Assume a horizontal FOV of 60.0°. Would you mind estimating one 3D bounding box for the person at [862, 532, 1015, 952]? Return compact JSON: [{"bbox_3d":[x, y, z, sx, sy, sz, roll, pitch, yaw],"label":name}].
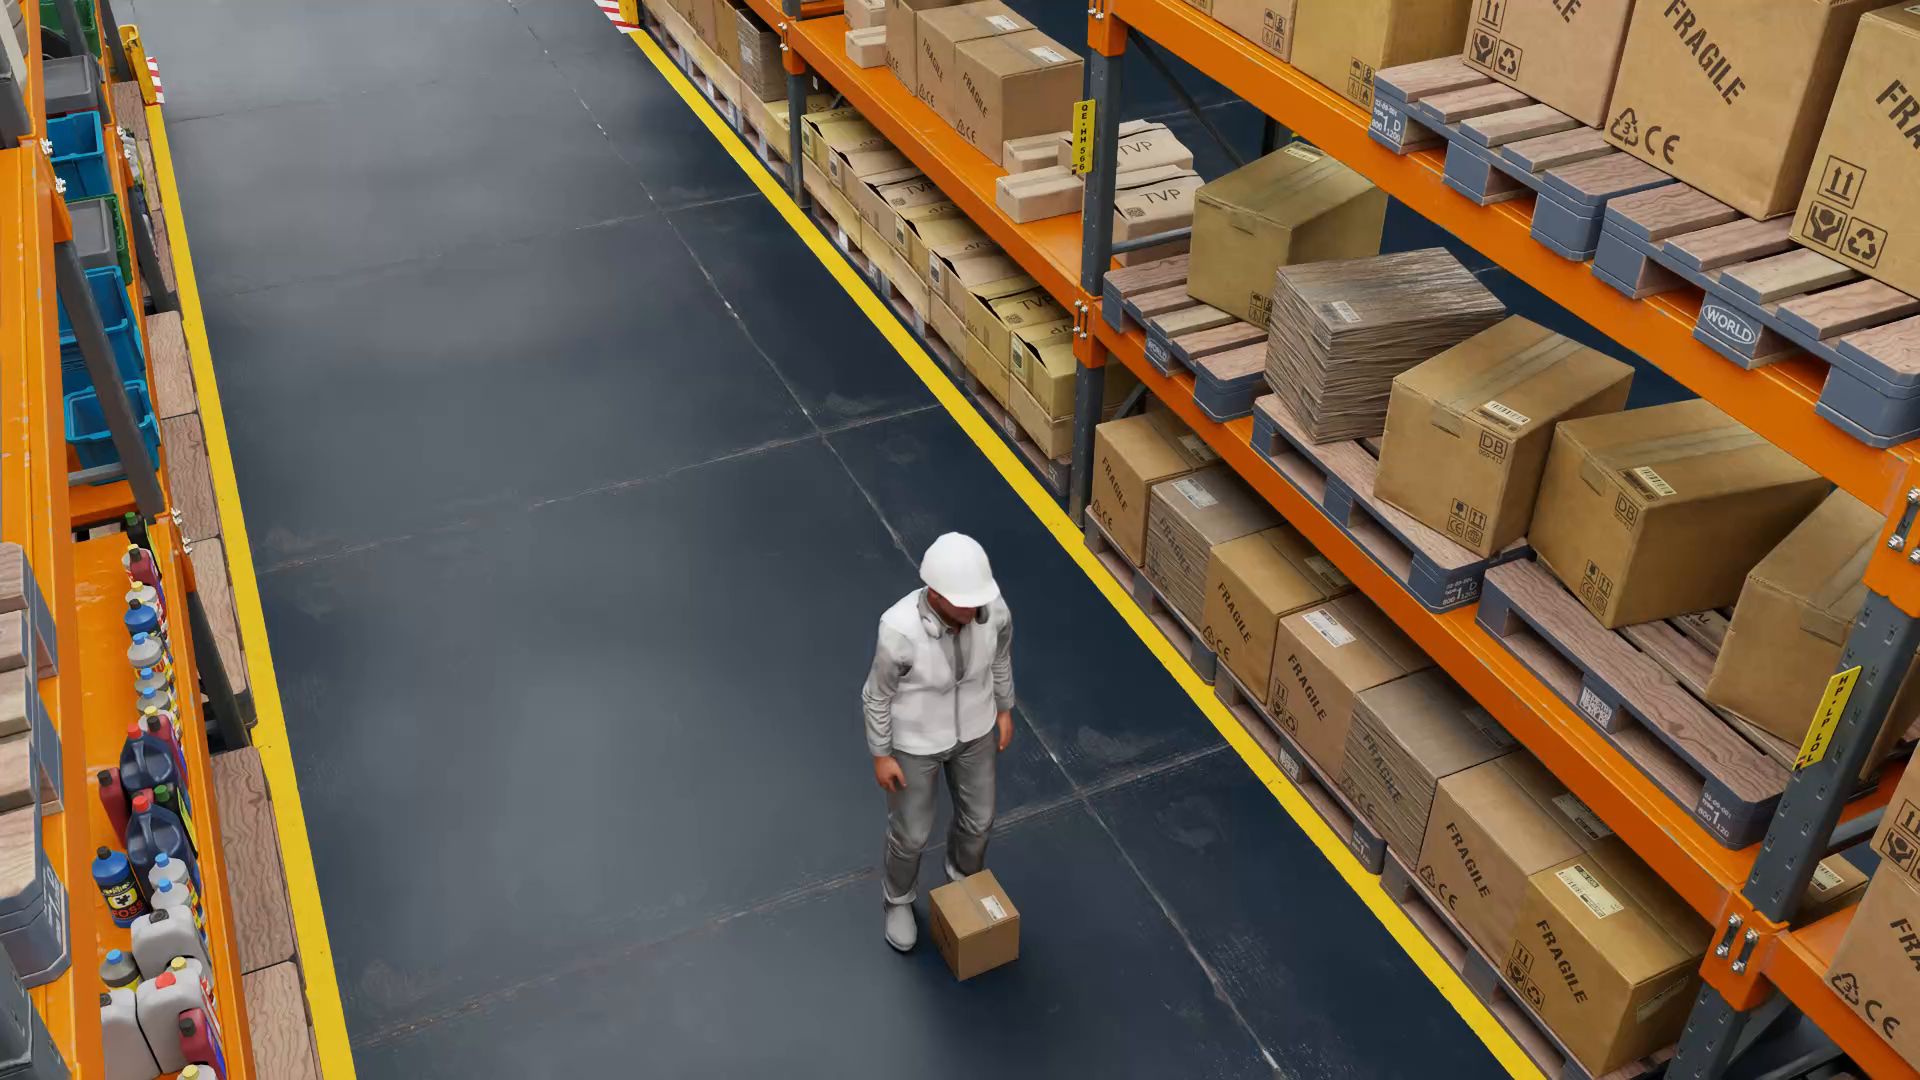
[{"bbox_3d":[-0.059,0.688,5.923,0.586,1.770,0.476,-18,41,-22],"label":"person"}]
